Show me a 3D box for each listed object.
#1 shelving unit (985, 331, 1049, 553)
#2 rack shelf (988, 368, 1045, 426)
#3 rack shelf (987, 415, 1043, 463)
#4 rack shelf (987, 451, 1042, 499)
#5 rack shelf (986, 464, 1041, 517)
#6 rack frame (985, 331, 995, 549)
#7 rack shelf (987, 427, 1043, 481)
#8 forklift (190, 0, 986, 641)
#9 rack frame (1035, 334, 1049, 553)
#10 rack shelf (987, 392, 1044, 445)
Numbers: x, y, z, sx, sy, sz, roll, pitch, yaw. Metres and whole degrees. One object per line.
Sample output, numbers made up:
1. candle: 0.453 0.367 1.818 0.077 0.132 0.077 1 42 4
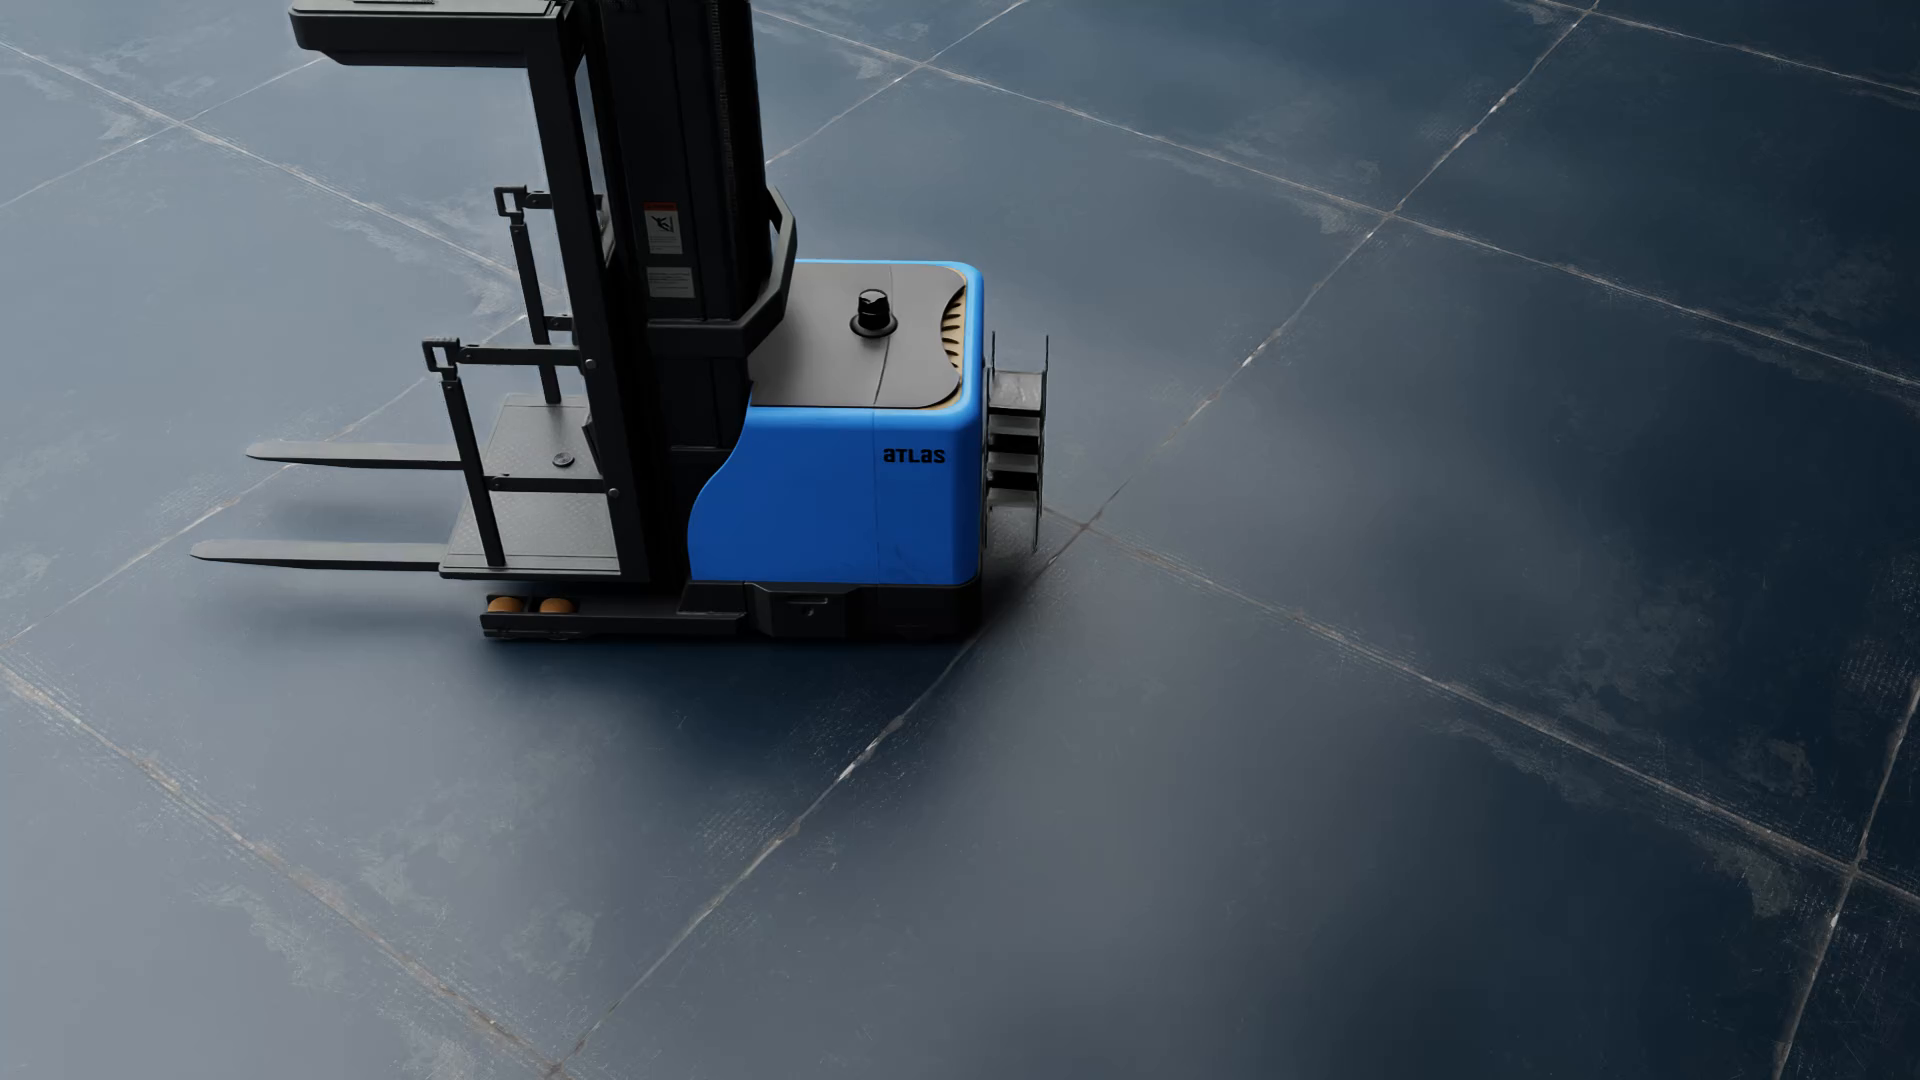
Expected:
1. shelving unit: 0.217 -0.369 6.488 0.210 0.900 0.258 4 42 5
2. rack shelf: 0.217 -0.546 6.330 0.200 0.077 0.258 4 42 5
3. rack shelf: 0.217 -0.411 6.450 0.200 0.077 0.258 4 42 5
4. rack shelf: 0.217 -0.277 6.570 0.200 0.077 0.258 4 42 5
5. rack shelf: 0.217 -0.210 6.630 0.200 0.077 0.258 4 42 5
6. rack frame: 0.116 -0.377 6.496 0.006 0.900 0.240 4 42 5
7. rack shelf: 0.217 -0.344 6.510 0.200 0.077 0.258 4 42 5
8. forklift: -1.423 -1.062 5.739 3.031 2.935 1.130 1 42 1
9. rack frame: 0.318 -0.362 6.479 0.006 0.900 0.240 4 42 5
10. rack shelf: 0.217 -0.478 6.390 0.200 0.077 0.258 4 42 5
